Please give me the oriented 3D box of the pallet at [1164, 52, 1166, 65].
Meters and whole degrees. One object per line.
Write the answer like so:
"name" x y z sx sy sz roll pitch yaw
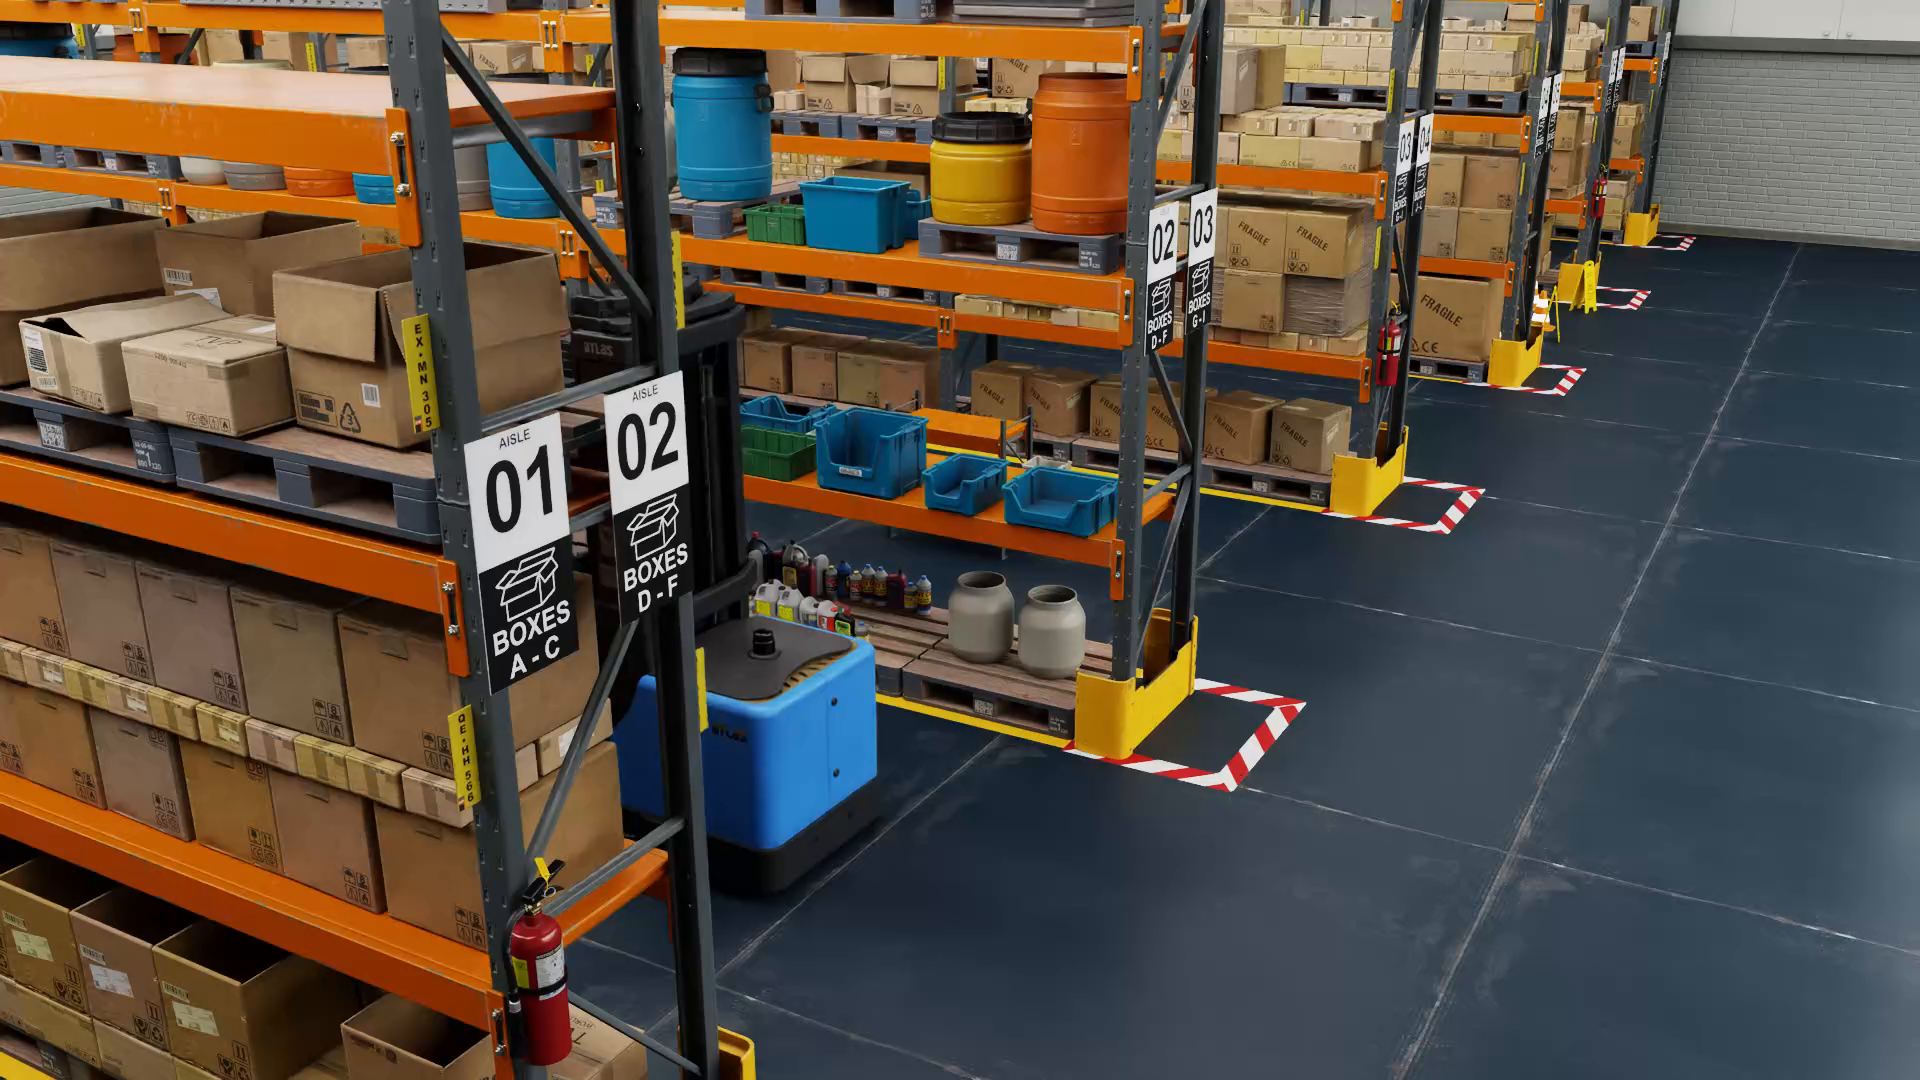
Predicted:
"pallet" 3.548 -7.028 24.217 1.003 0.211 1.213 11 23 27

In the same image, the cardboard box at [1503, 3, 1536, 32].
"cardboard box" 9.009 -8.226 26.331 0.637 0.503 0.797 12 23 29

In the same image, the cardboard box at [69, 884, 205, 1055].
"cardboard box" -3.163 1.660 6.706 0.500 0.500 0.500 11 23 27

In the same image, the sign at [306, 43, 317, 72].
"sign" -7.145 -5.305 18.318 0.005 0.325 0.100 11 23 27

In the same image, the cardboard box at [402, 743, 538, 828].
"cardboard box" -1.660 0.805 5.649 0.250 0.149 0.380 10 22 26

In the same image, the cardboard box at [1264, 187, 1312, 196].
"cardboard box" 3.863 -4.229 18.820 0.550 0.550 0.875 11 23 27

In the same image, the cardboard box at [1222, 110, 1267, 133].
"cardboard box" 2.358 -3.469 13.766 0.250 0.149 0.380 11 23 28

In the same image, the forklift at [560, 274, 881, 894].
"forklift" -1.959 0.047 8.937 3.031 2.935 1.130 12 23 29

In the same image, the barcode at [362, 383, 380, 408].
"barcode" -1.732 -0.426 4.890 0.075 0.075 0.001 11 23 27

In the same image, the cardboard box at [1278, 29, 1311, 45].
"cardboard box" 3.659 -5.490 18.139 0.250 0.149 0.380 11 23 28

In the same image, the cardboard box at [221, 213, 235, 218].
"cardboard box" -8.645 -3.872 20.008 0.250 0.149 0.380 11 23 28

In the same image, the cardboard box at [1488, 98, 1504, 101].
"cardboard box" 8.656 -7.038 26.835 0.250 0.149 0.380 11 23 27

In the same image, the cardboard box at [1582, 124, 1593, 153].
"cardboard box" 9.845 -6.353 26.333 0.500 0.500 0.500 12 23 29

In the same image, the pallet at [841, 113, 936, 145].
"pallet" -0.378 -3.906 15.611 1.003 0.211 1.213 11 23 27

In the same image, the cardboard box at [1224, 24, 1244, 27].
"cardboard box" 3.091 -5.855 19.145 0.250 0.149 0.380 11 22 27

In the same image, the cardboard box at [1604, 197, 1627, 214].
"cardboard box" 10.274 -5.341 26.373 0.500 0.250 0.500 10 22 27

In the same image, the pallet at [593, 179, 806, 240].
"pallet" -1.629 -2.206 10.925 1.003 0.211 1.213 11 23 27

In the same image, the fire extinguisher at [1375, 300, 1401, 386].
"fire extinguisher" 3.476 -1.592 13.469 0.183 0.674 0.296 11 23 27

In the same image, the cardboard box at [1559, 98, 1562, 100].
"cardboard box" 9.581 -7.073 26.930 0.250 0.149 0.380 10 22 26

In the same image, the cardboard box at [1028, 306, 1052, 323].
"cardboard box" 0.816 -2.089 15.093 0.250 0.149 0.380 11 23 27

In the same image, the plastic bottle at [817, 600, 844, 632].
"plastic bottle" -0.838 0.538 10.831 0.135 0.276 0.152 11 23 28

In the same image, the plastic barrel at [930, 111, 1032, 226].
"plastic barrel" 0.128 -2.158 9.625 0.600 0.588 0.600 0 20 0

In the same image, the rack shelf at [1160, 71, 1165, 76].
"rack shelf" 3.196 -6.805 24.381 4.000 0.370 1.077 11 23 27

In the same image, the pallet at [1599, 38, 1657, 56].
"pallet" 10.247 -7.707 25.944 1.213 0.211 1.003 11 23 27

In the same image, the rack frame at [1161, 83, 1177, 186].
"rack frame" 2.616 -3.910 19.744 0.127 3.000 1.000 11 23 27

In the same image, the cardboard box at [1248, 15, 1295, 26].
"cardboard box" 4.374 -7.231 23.372 0.500 0.250 0.500 11 23 29

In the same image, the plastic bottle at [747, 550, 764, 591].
"plastic bottle" -1.487 0.200 11.765 0.135 0.276 0.152 11 23 27

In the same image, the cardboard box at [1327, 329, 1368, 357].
"cardboard box" 3.251 -1.653 13.890 0.250 0.149 0.380 11 23 27

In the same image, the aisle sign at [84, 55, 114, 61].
"aisle sign" -10.577 -5.590 20.565 0.004 0.787 0.394 11 23 27

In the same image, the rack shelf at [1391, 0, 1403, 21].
"rack shelf" 1.855 -4.598 13.903 4.000 0.370 1.077 11 23 27

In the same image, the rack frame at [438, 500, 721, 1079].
"rack frame" -1.234 1.164 5.758 0.127 3.000 1.000 11 23 27

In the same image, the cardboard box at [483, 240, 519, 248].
"cardboard box" -4.822 -3.340 18.029 0.500 0.500 0.500 10 22 26

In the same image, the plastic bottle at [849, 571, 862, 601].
"plastic bottle" -0.718 0.314 11.559 0.097 0.201 0.097 0 20 0

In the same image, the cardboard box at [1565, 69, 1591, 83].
"cardboard box" 7.986 -6.003 21.485 0.250 0.149 0.380 11 23 28

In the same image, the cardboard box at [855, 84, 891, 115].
"cardboard box" -0.761 -4.121 15.509 0.258 0.266 0.396 12 23 29

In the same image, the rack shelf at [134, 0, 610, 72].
"rack shelf" -4.053 -3.602 11.740 4.000 0.370 1.077 11 23 27

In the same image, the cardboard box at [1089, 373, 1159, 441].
"cardboard box" 1.523 -1.221 15.382 0.500 0.500 0.500 9 22 23

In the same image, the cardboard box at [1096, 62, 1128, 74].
"cardboard box" 1.921 -5.564 19.362 0.500 0.250 0.500 11 23 28

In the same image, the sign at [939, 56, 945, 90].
"sign" -0.159 -4.122 14.596 0.005 0.325 0.100 11 23 27

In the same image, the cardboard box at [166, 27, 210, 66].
"cardboard box" -8.980 -5.875 19.856 0.500 0.500 0.700 9 22 24

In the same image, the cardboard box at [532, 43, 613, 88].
"cardboard box" -3.951 -4.851 17.174 0.637 0.503 0.797 12 23 30

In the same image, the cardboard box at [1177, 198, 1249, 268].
"cardboard box" 2.126 -2.625 14.153 0.500 0.500 0.500 11 23 27

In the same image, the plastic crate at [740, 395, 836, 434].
"plastic crate" -1.208 -0.802 11.396 0.616 0.251 0.499 11 23 27

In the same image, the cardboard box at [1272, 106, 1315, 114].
"cardboard box" 2.810 -3.570 14.045 0.250 0.149 0.380 12 23 29

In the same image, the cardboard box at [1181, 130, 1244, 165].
"cardboard box" 2.176 -3.299 13.881 0.500 0.250 0.500 11 23 28

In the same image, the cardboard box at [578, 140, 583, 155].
"cardboard box" -5.381 -5.510 23.573 0.500 0.500 0.500 10 22 26

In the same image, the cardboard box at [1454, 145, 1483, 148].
"cardboard box" 6.956 -5.099 22.440 0.500 0.500 0.500 11 23 27

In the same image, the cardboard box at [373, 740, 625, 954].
"cardboard box" -1.635 1.035 5.965 0.500 0.500 0.700 11 23 27

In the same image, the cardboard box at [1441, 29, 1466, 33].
"cardboard box" 5.310 -5.433 17.981 0.250 0.149 0.380 11 23 28

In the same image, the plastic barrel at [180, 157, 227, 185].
"plastic barrel" -5.677 -2.960 12.565 0.421 0.512 0.421 0 20 0

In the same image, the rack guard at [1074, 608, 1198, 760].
"rack guard" 1.096 0.866 10.244 0.348 0.500 1.175 11 23 27

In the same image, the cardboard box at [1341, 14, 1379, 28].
"cardboard box" 6.609 -8.539 27.475 0.500 0.311 0.500 10 22 26

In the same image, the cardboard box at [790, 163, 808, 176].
"cardboard box" -1.994 -4.827 21.591 0.250 0.149 0.380 11 23 29

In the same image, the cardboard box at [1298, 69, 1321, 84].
"cardboard box" 3.881 -5.073 18.159 0.250 0.149 0.380 11 23 27

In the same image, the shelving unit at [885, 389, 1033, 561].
"shelving unit" -0.006 -0.530 13.176 1.048 1.125 0.538 11 23 27

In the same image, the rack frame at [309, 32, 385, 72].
"rack frame" -6.875 -6.600 18.365 0.127 3.000 1.000 11 23 27
